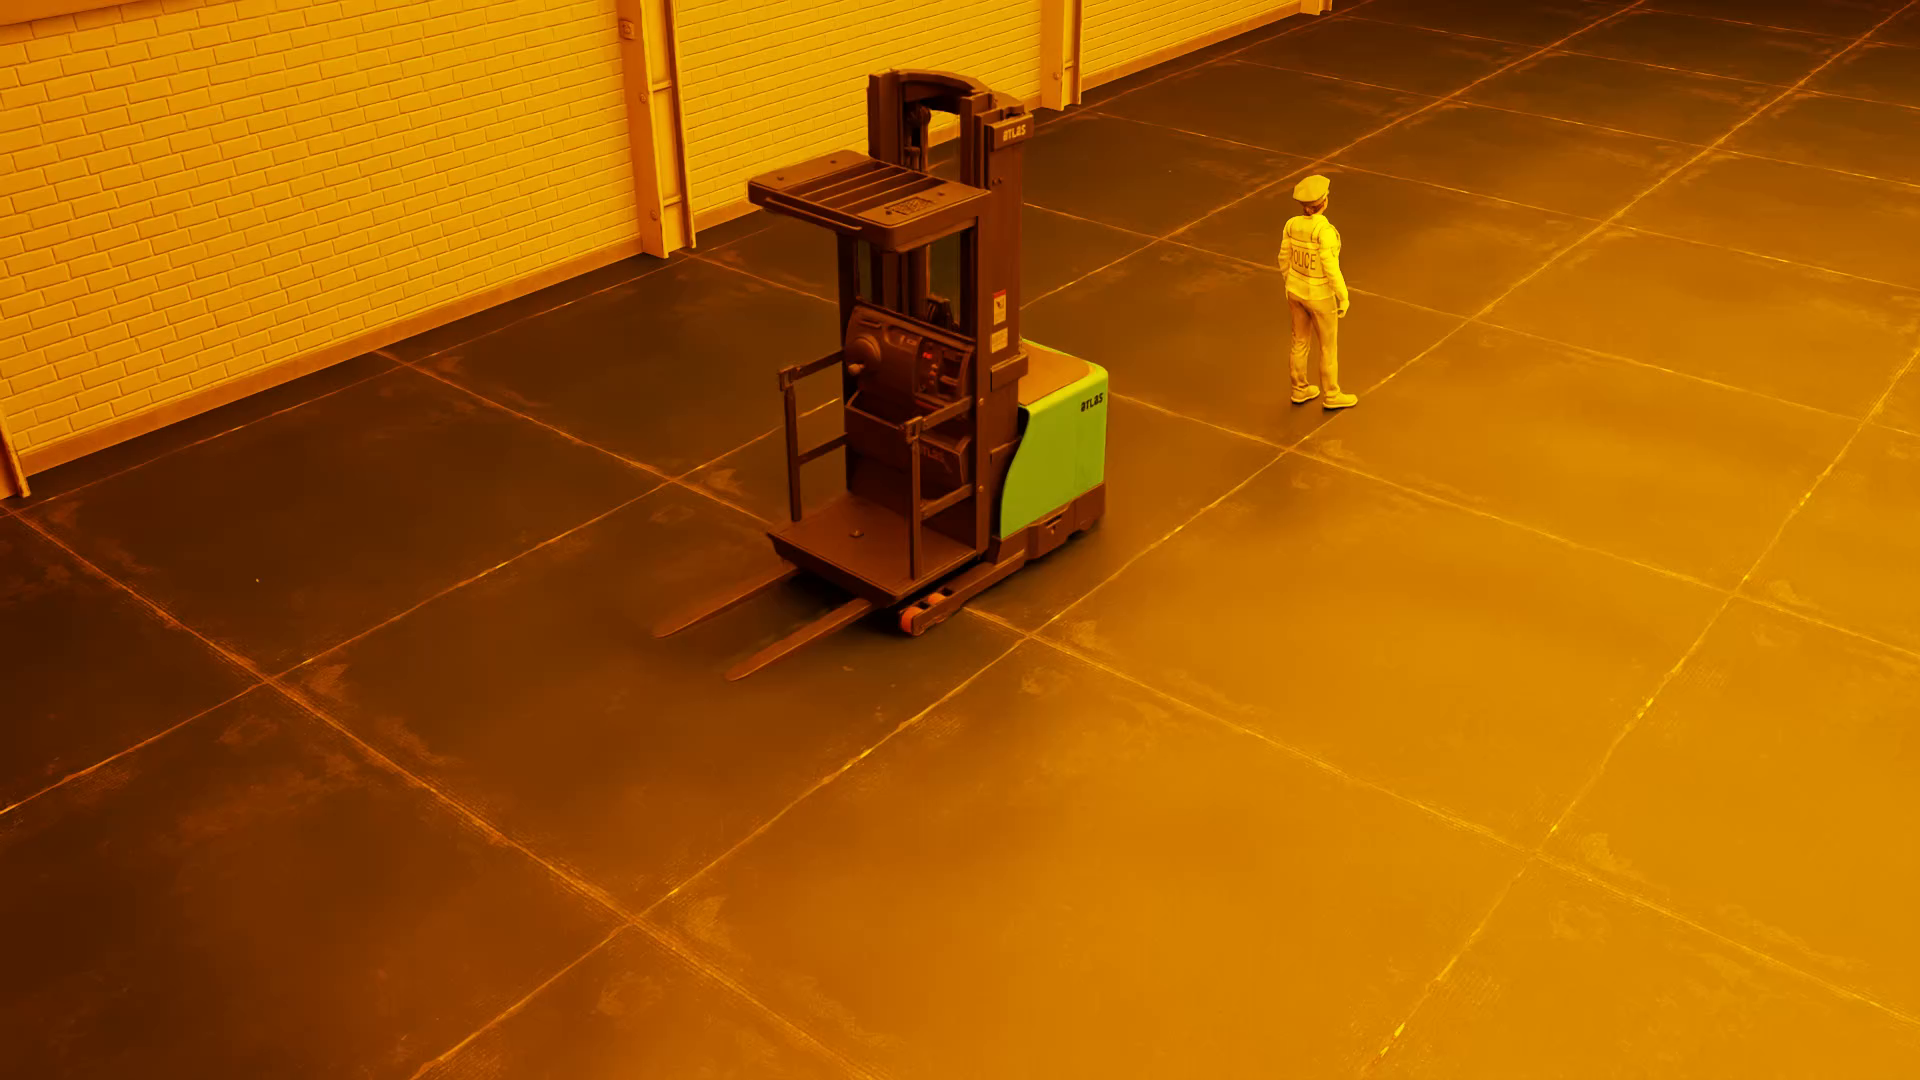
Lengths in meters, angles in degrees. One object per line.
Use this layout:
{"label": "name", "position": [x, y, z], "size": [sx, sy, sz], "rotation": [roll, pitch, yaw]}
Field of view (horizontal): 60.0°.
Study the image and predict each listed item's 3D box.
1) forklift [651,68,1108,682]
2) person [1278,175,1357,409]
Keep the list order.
{"label": "forklift", "position": [-0.440, -1.005, 9.314], "size": [1.130, 2.935, 3.031], "rotation": [25, 38, 36]}
{"label": "person", "position": [2.552, -1.769, 11.833], "size": [0.532, 1.694, 0.586], "rotation": [-21, 36, -31]}
